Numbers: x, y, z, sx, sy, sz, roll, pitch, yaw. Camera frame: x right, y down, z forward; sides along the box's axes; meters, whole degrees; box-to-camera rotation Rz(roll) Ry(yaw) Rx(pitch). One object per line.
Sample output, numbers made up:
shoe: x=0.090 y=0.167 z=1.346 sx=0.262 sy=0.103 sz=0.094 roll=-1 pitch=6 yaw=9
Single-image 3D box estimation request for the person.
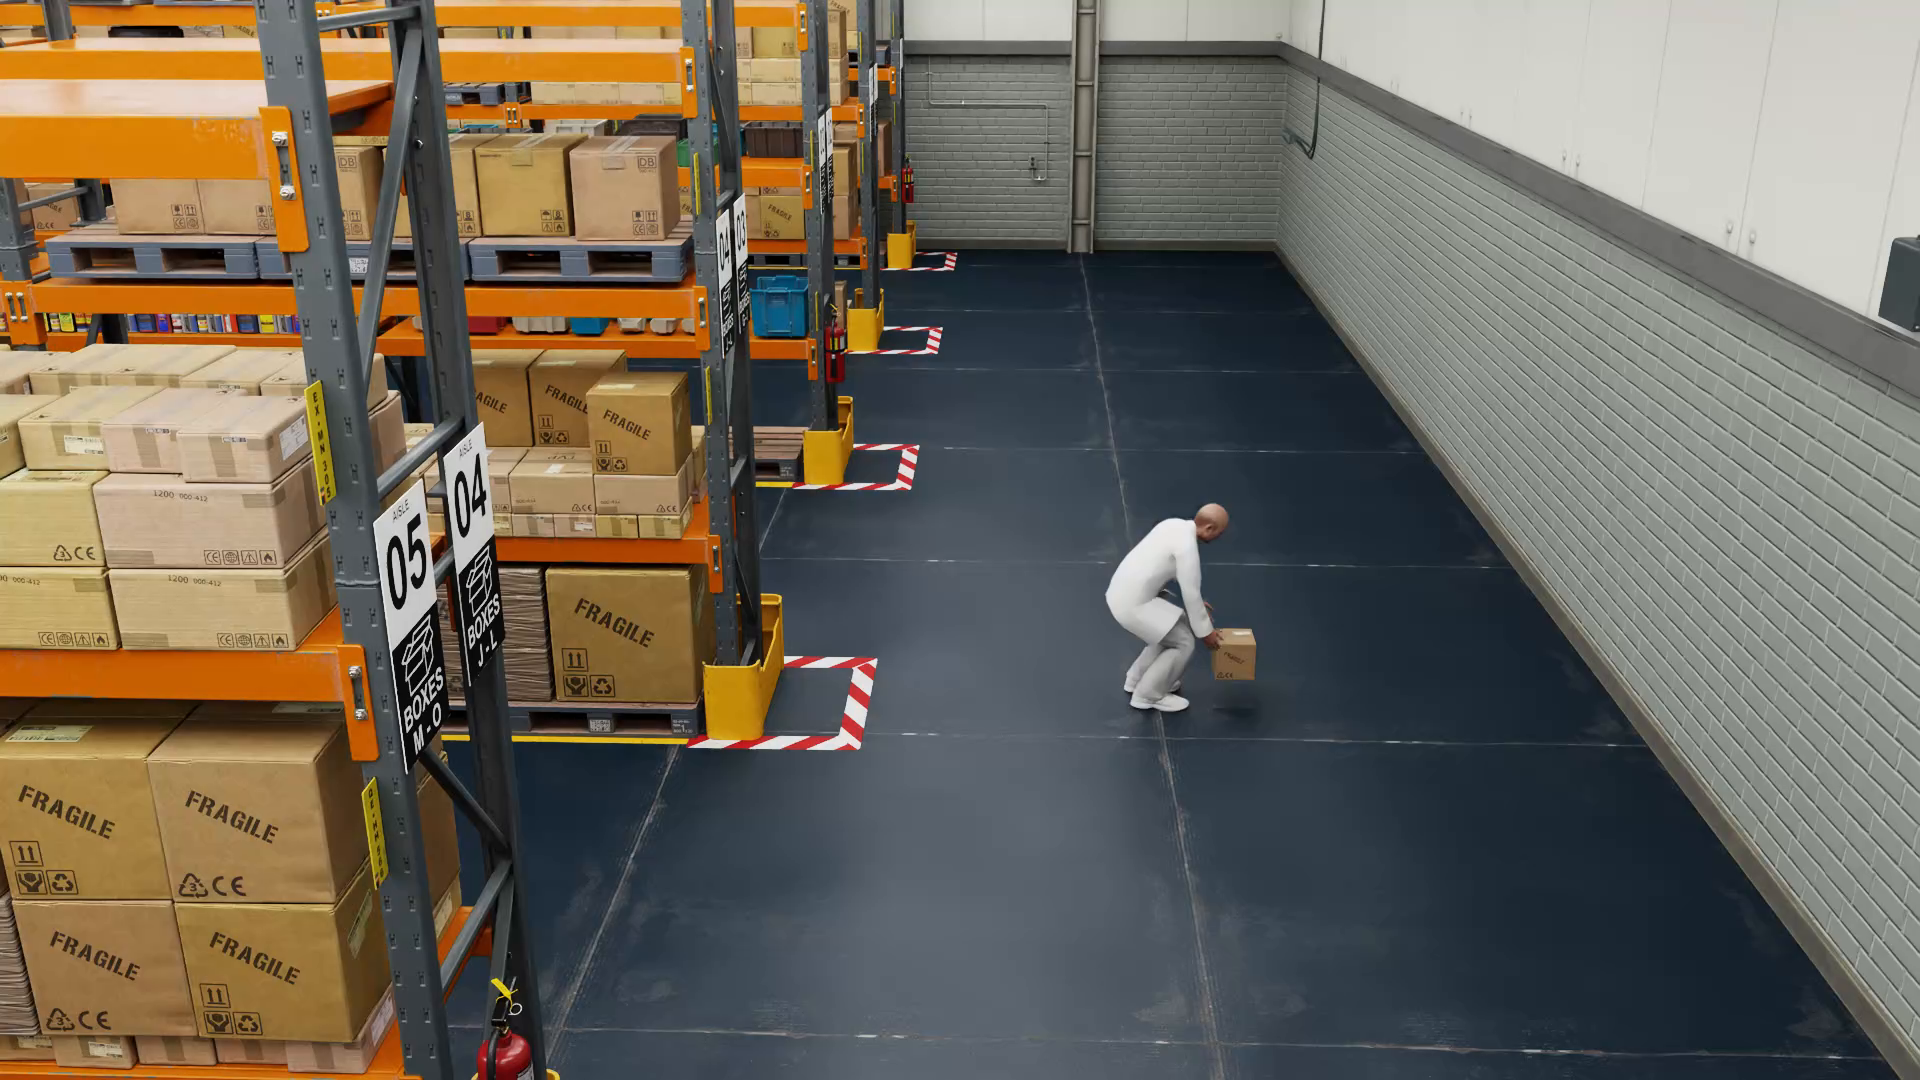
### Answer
person: x=1.314 y=0.401 z=10.664 sx=0.764 sy=1.335 sz=0.631 roll=1 pitch=20 yaw=2
